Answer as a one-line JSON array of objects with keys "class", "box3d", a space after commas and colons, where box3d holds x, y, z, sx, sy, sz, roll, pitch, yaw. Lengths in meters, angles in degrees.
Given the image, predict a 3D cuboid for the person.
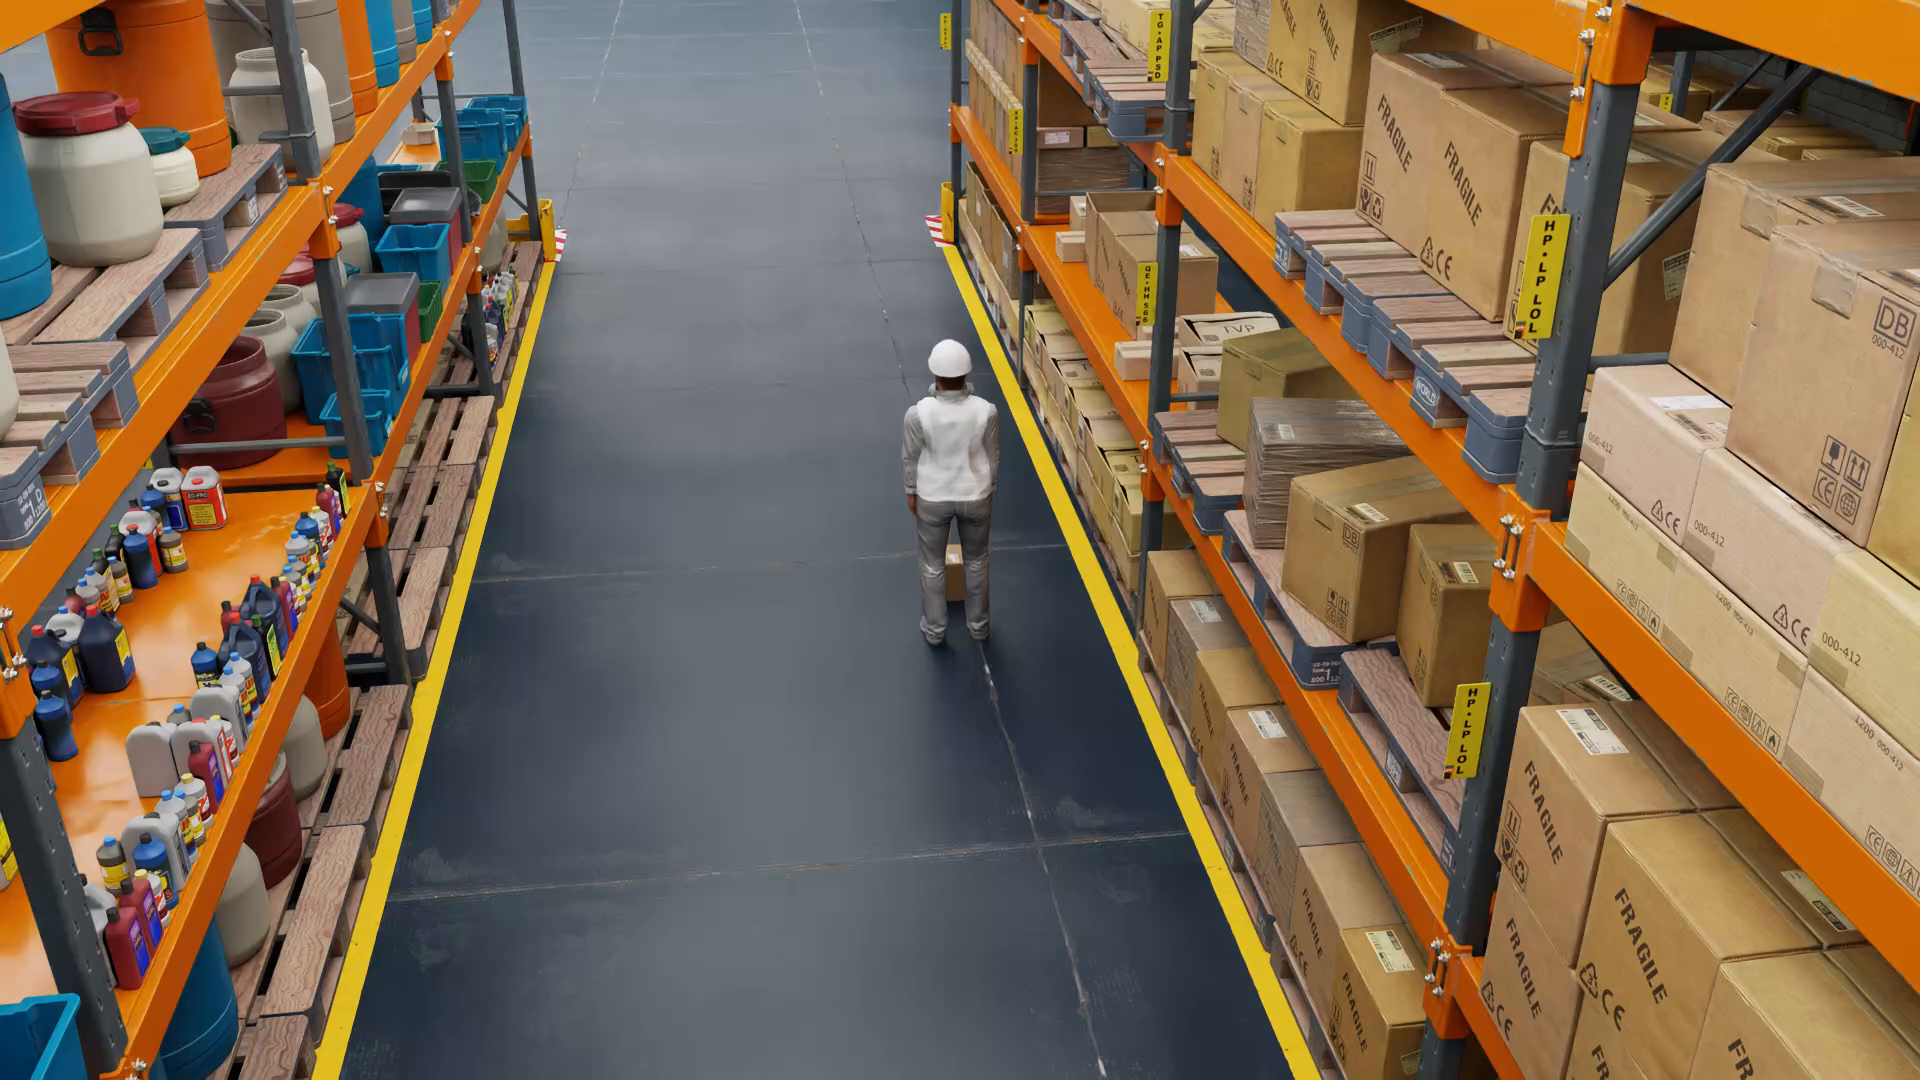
[{"class": "person", "box3d": [-0.054, -0.260, 9.107, 0.532, 1.766, 0.359, -3, 27, -5]}]
